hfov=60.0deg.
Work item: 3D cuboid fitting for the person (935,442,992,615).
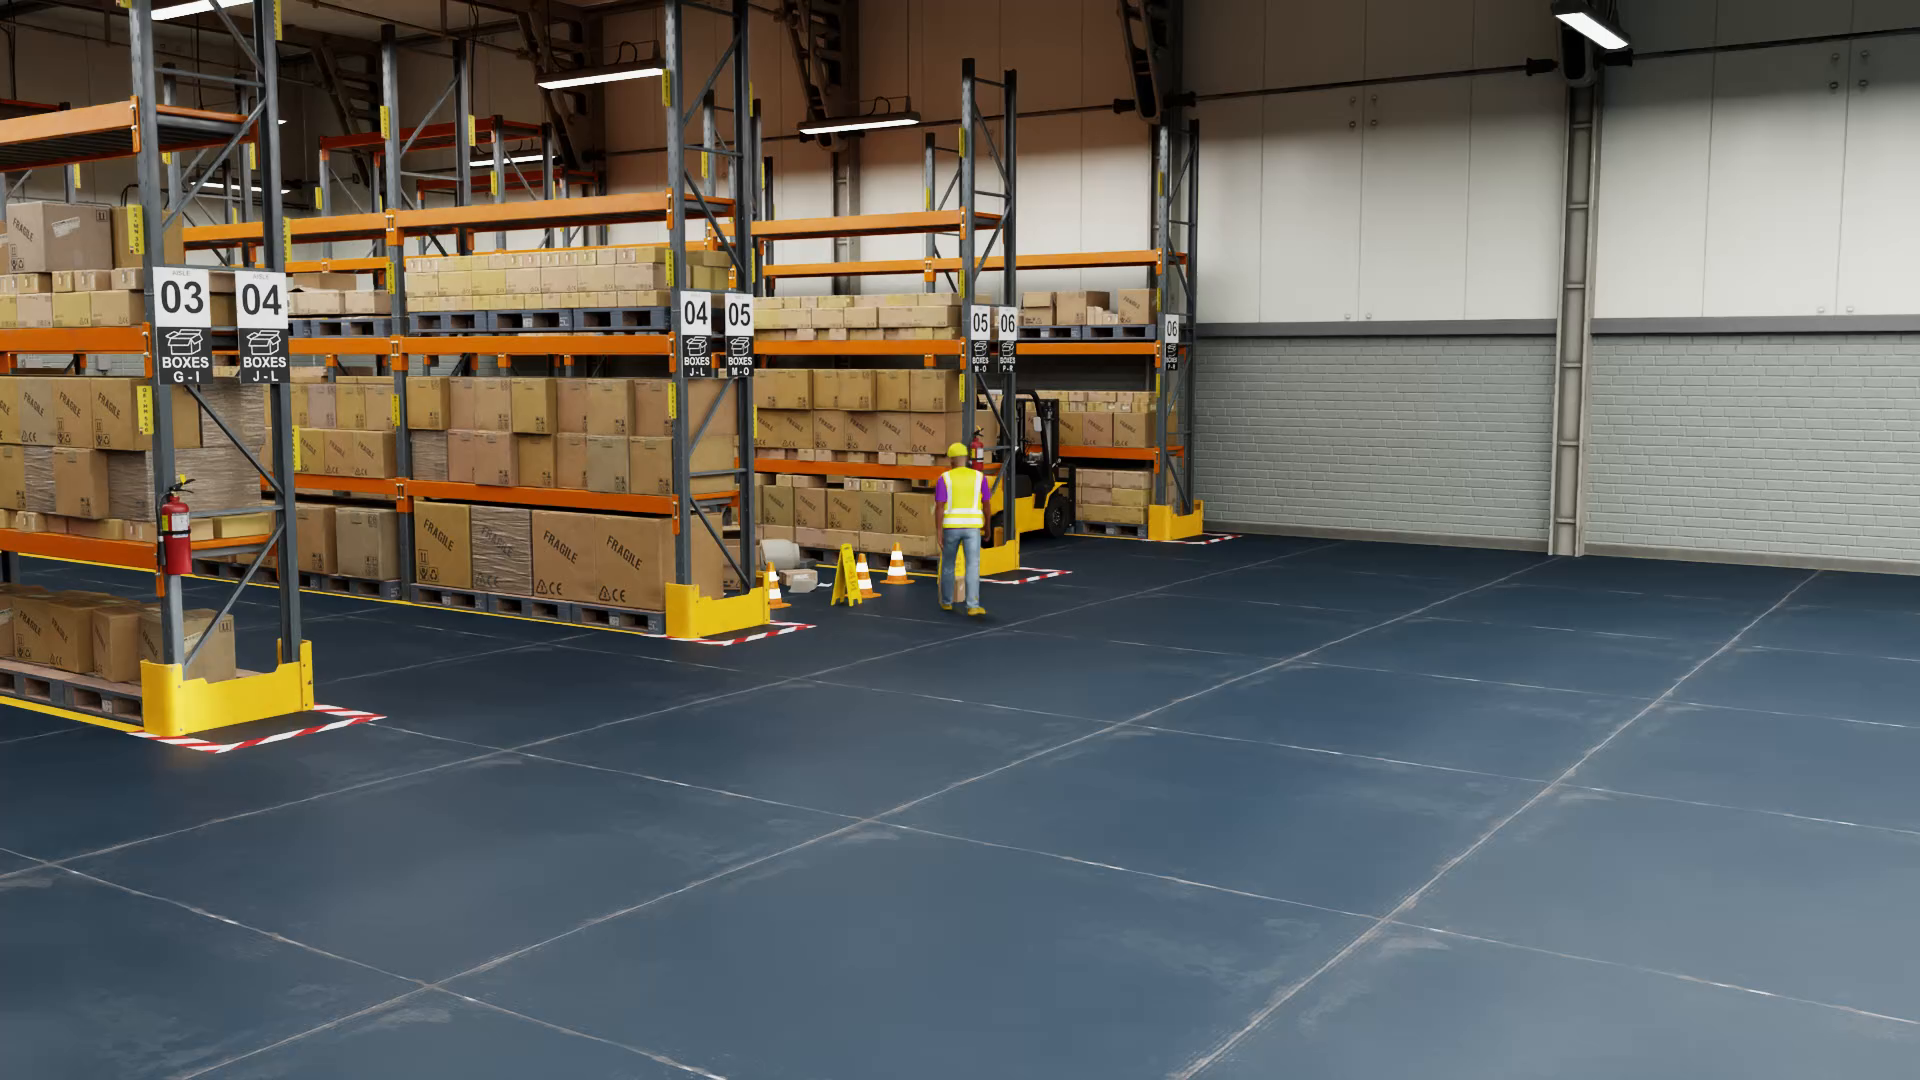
[{"bbox_3d":[0.034,-0.121,16.835,0.582,1.735,0.925,0,6,0],"label":"person"}]
